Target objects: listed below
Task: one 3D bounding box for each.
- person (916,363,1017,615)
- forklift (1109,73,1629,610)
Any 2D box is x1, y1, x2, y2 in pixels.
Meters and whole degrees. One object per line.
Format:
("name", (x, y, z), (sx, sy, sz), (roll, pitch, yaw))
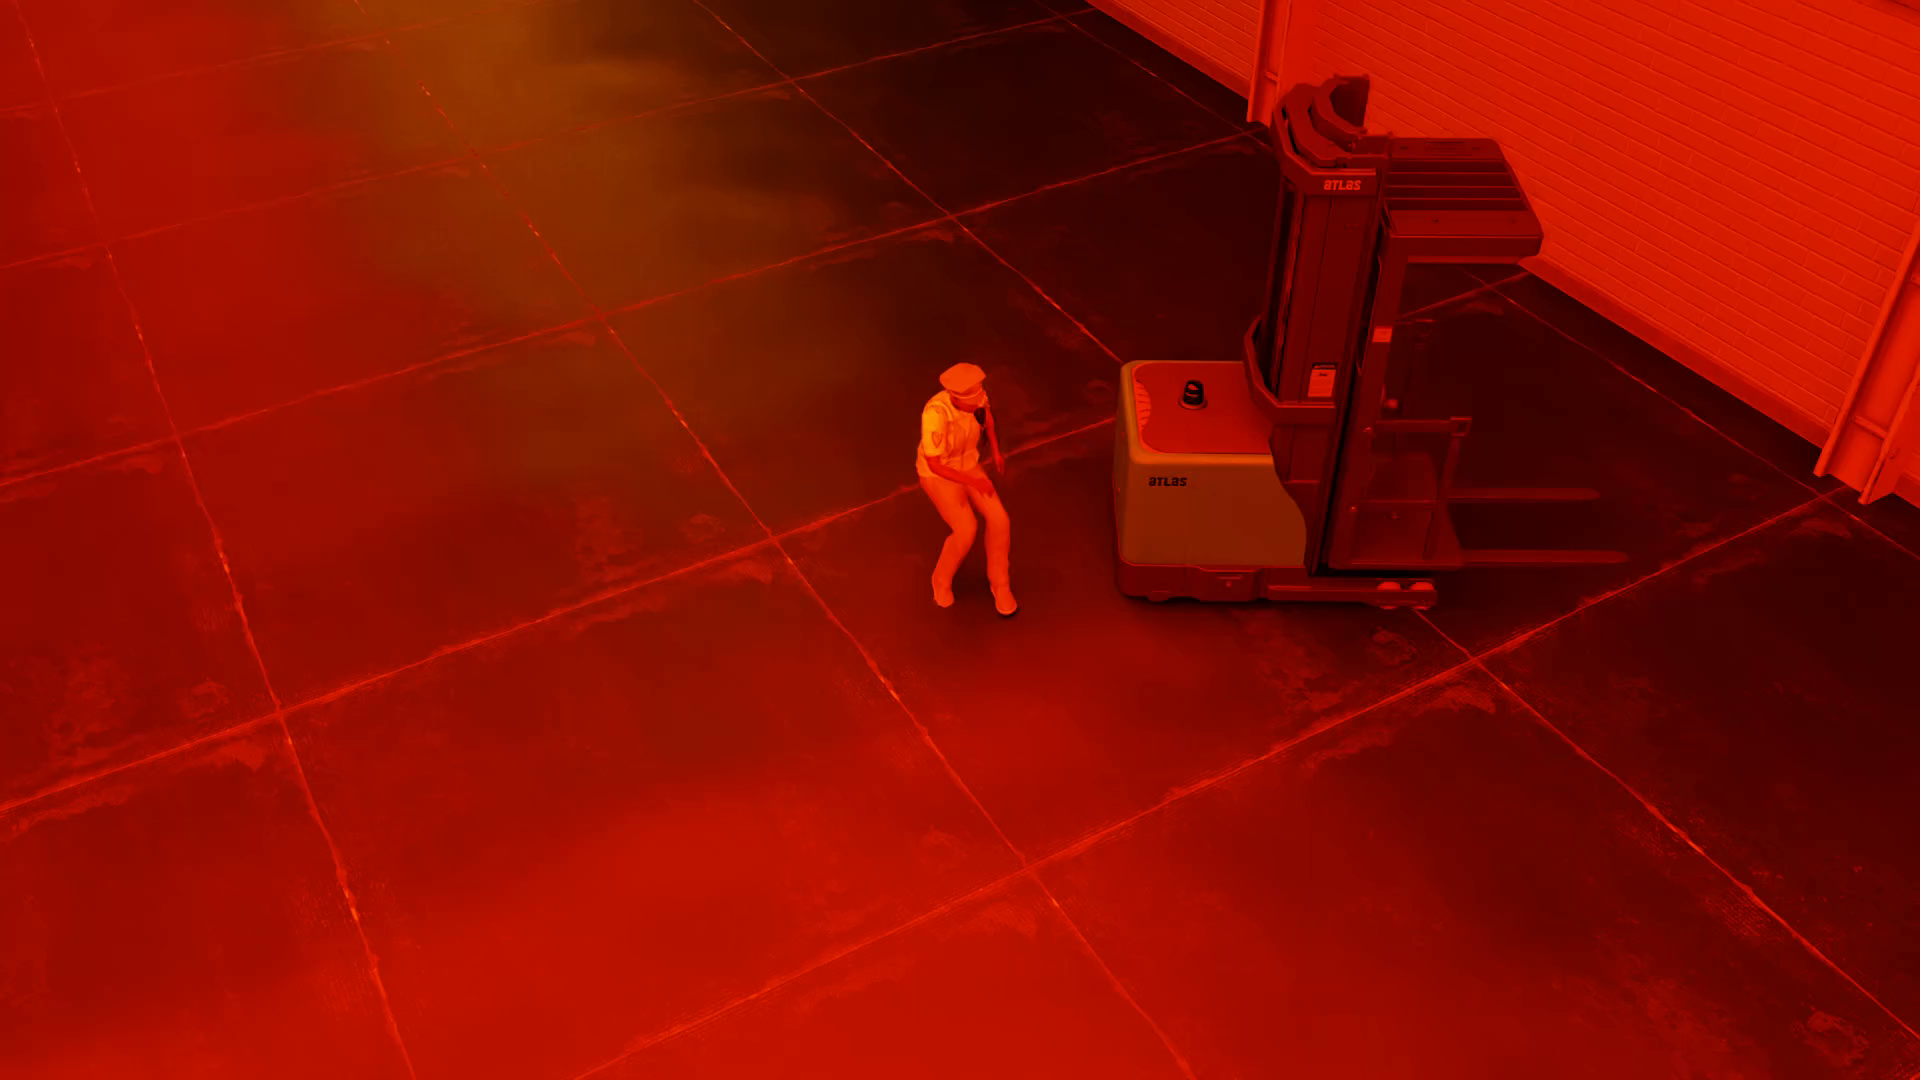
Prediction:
("person", (0.095, -0.307, 9.662), (0.726, 1.462, 0.858), (-30, 48, -31))
("forklift", (2.453, -1.061, 9.315), (3.031, 2.935, 1.130), (1, 40, 1))
